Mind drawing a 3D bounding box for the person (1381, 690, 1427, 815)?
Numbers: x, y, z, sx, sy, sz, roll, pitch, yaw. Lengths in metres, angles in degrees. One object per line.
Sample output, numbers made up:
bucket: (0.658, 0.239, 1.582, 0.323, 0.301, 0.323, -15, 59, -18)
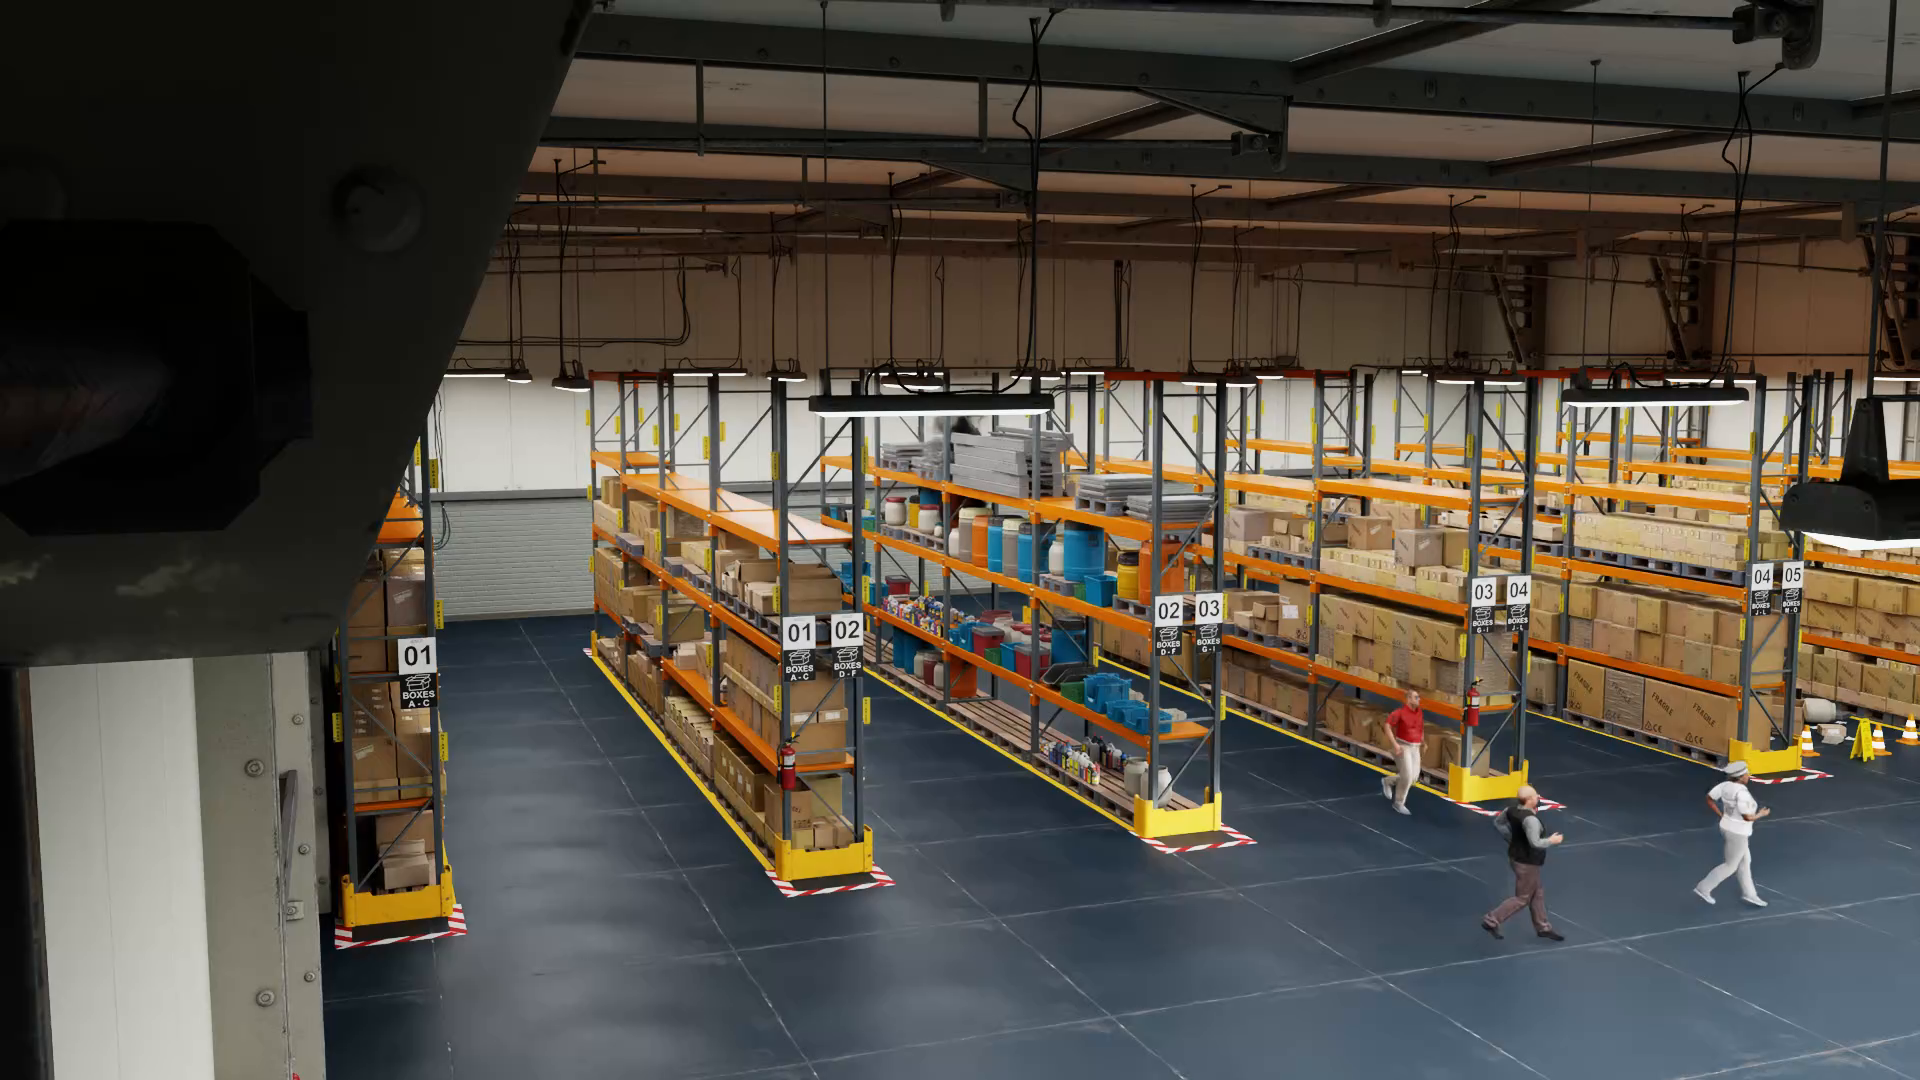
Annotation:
person: (6.210, 2.936, 23.245, 0.701, 1.703, 0.638, -4, 8, -33)

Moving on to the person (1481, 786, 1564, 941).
person: (6.047, 3.471, 17.779, 0.950, 1.724, 0.657, 0, 6, -1)

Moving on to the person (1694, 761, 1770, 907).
person: (8.847, 3.359, 18.961, 0.844, 1.719, 0.574, 0, 6, 2)
